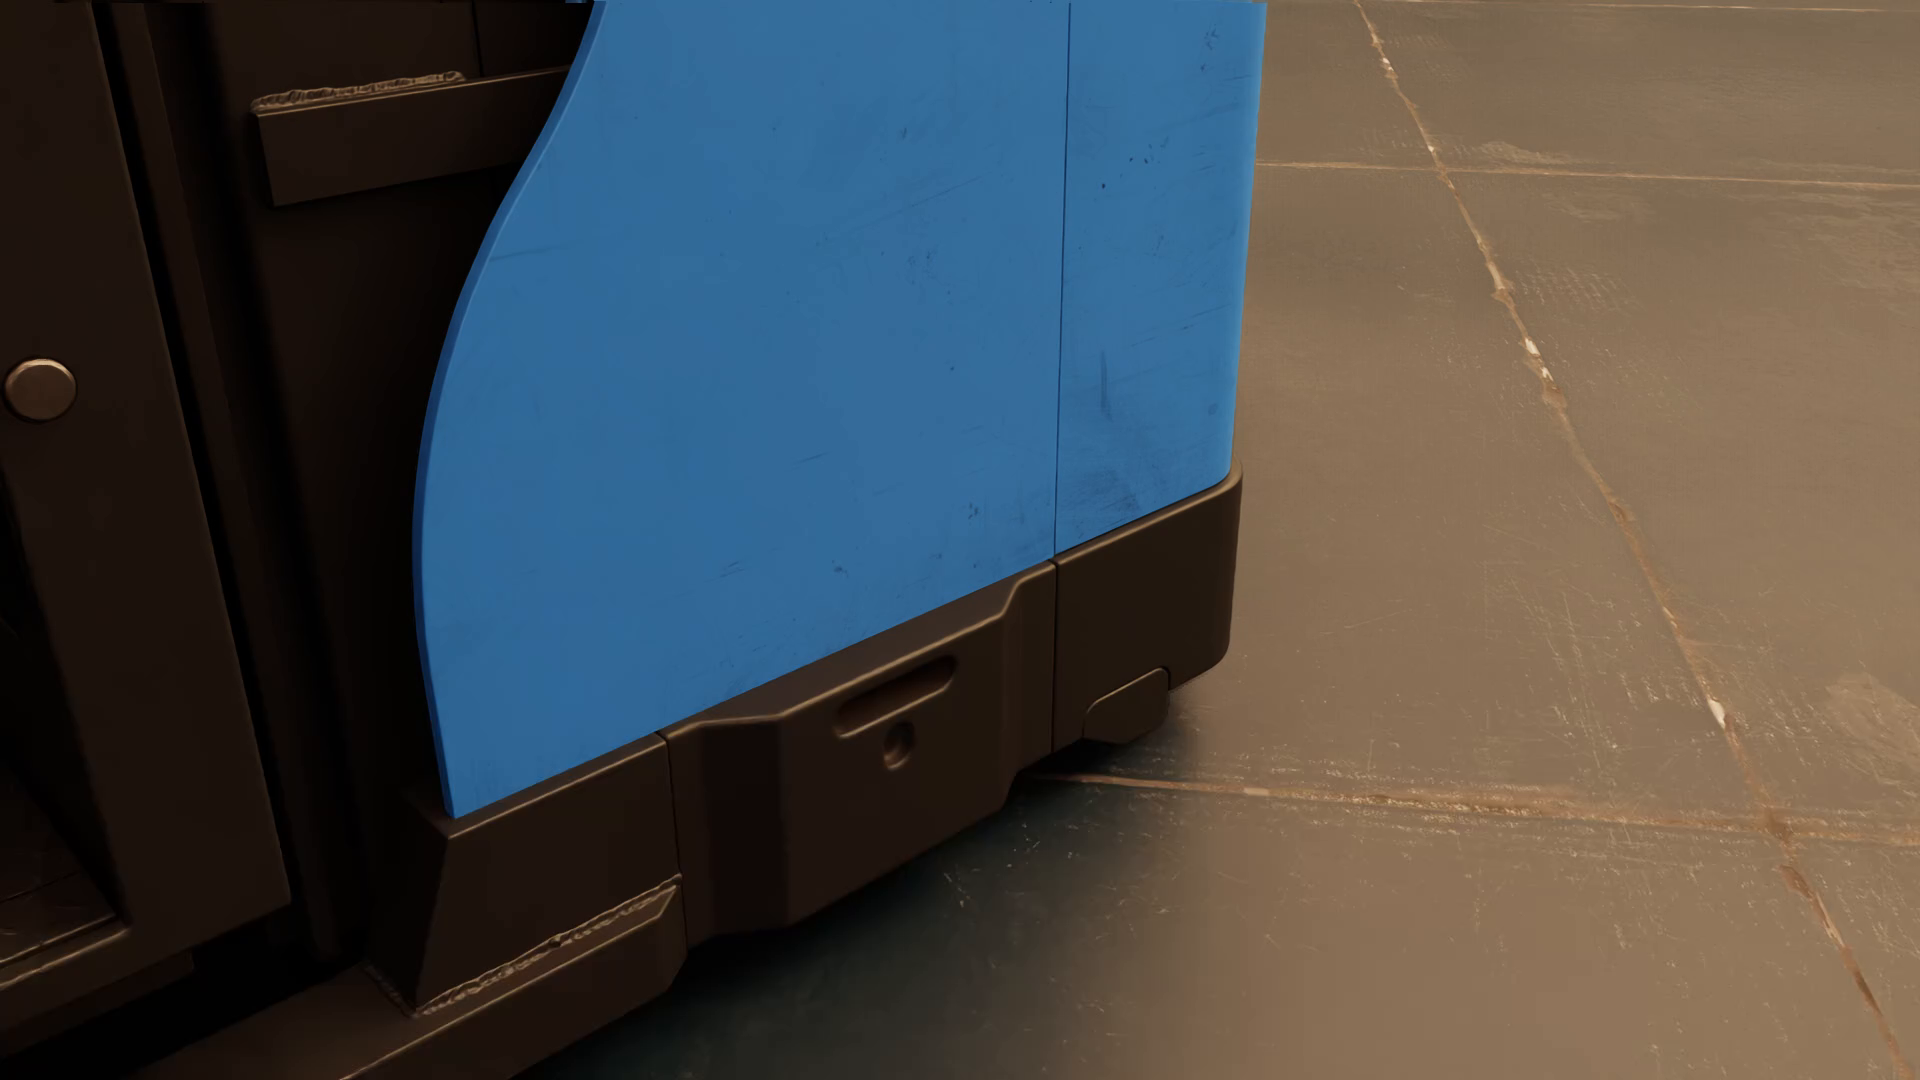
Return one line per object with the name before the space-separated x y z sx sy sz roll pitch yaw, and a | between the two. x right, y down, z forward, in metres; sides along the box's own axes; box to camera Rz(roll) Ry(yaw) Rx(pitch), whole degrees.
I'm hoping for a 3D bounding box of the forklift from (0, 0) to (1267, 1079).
forklift | -1.089 -0.837 0.894 3.031 2.935 1.130 -22 34 -37
